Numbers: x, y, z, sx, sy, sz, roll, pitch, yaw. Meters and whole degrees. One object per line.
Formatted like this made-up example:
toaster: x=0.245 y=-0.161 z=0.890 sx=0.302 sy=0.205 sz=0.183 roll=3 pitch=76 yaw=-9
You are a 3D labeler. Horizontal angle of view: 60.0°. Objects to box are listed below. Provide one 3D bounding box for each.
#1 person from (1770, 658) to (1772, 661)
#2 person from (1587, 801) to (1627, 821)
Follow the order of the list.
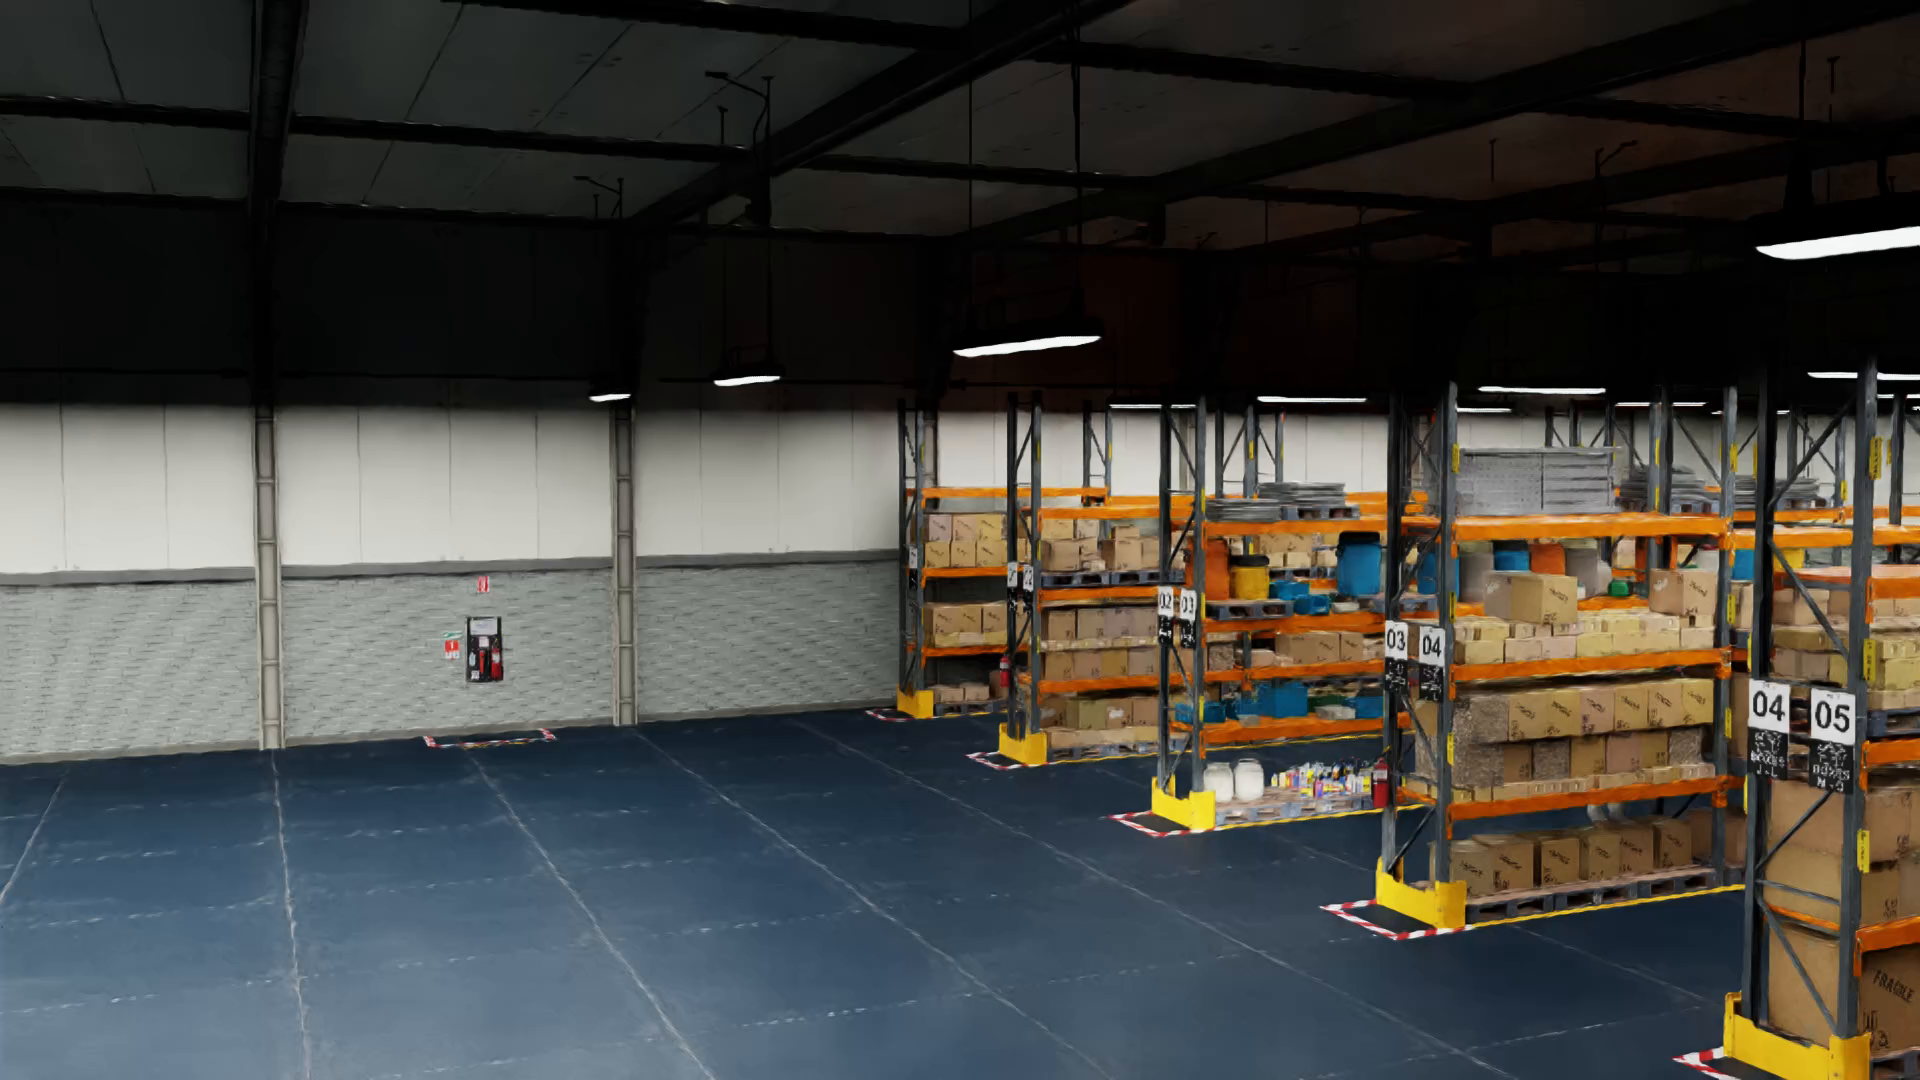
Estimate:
person: x=16.934 y=2.271 z=34.337 sx=0.784 sy=1.769 sz=0.549 roll=2 pitch=4 yaw=25
person: x=8.265 y=3.071 z=21.177 sx=0.542 sy=1.716 sz=0.682 roll=-1 pitch=4 yaw=-23
